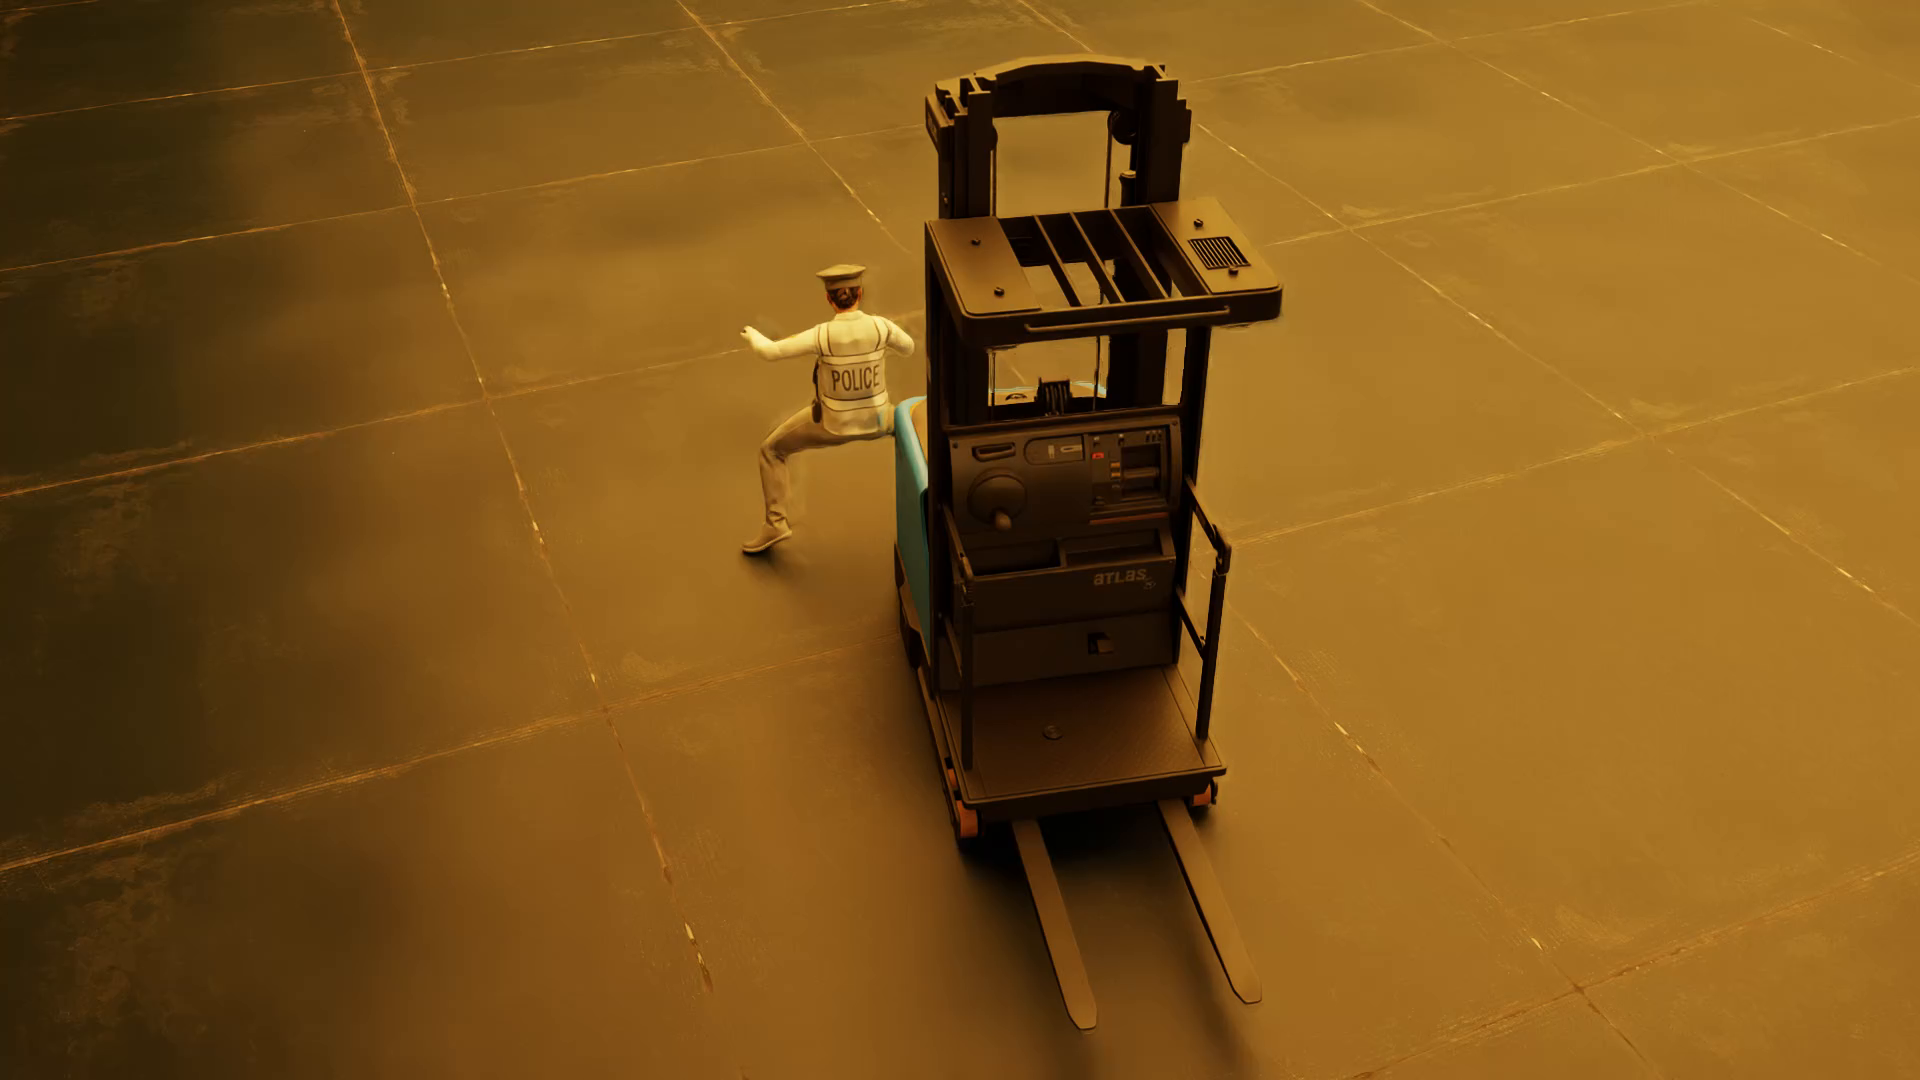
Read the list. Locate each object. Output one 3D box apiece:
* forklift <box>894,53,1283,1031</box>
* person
[{"bbox_3d":[0.462,-0.193,6.369,1.130,2.935,3.031,-6,36,-9],"label":"forklift"},{"bbox_3d":[-0.616,-0.754,8.437,1.189,1.467,0.680,-11,37,-15],"label":"person"}]
